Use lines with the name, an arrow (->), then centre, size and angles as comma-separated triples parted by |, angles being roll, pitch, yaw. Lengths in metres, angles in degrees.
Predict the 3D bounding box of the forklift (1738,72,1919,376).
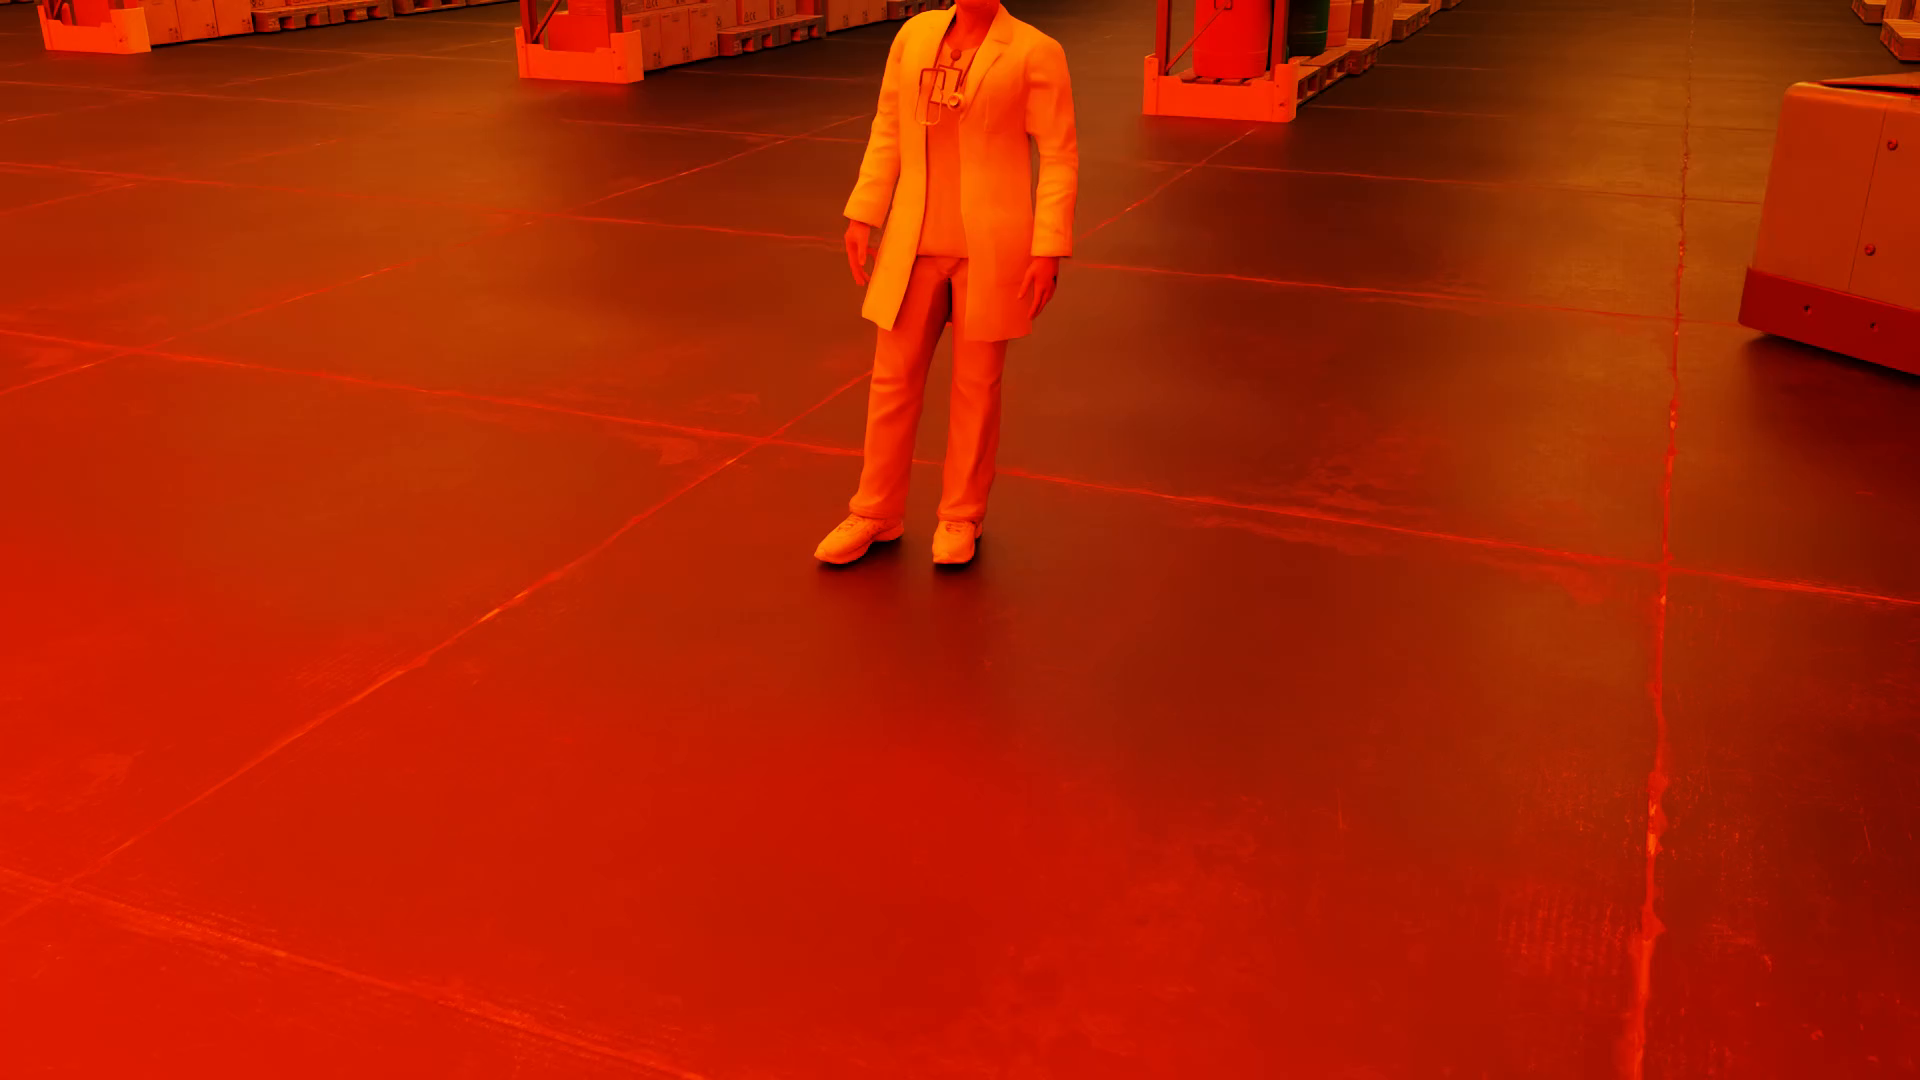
forklift -> 4.893, -2.308, 6.815 | 3.031, 2.935, 1.130 | -11, 25, -24

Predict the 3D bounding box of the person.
person -> -0.039, -0.795, 4.672 | 0.696, 1.775, 0.581 | 9, 24, 21
